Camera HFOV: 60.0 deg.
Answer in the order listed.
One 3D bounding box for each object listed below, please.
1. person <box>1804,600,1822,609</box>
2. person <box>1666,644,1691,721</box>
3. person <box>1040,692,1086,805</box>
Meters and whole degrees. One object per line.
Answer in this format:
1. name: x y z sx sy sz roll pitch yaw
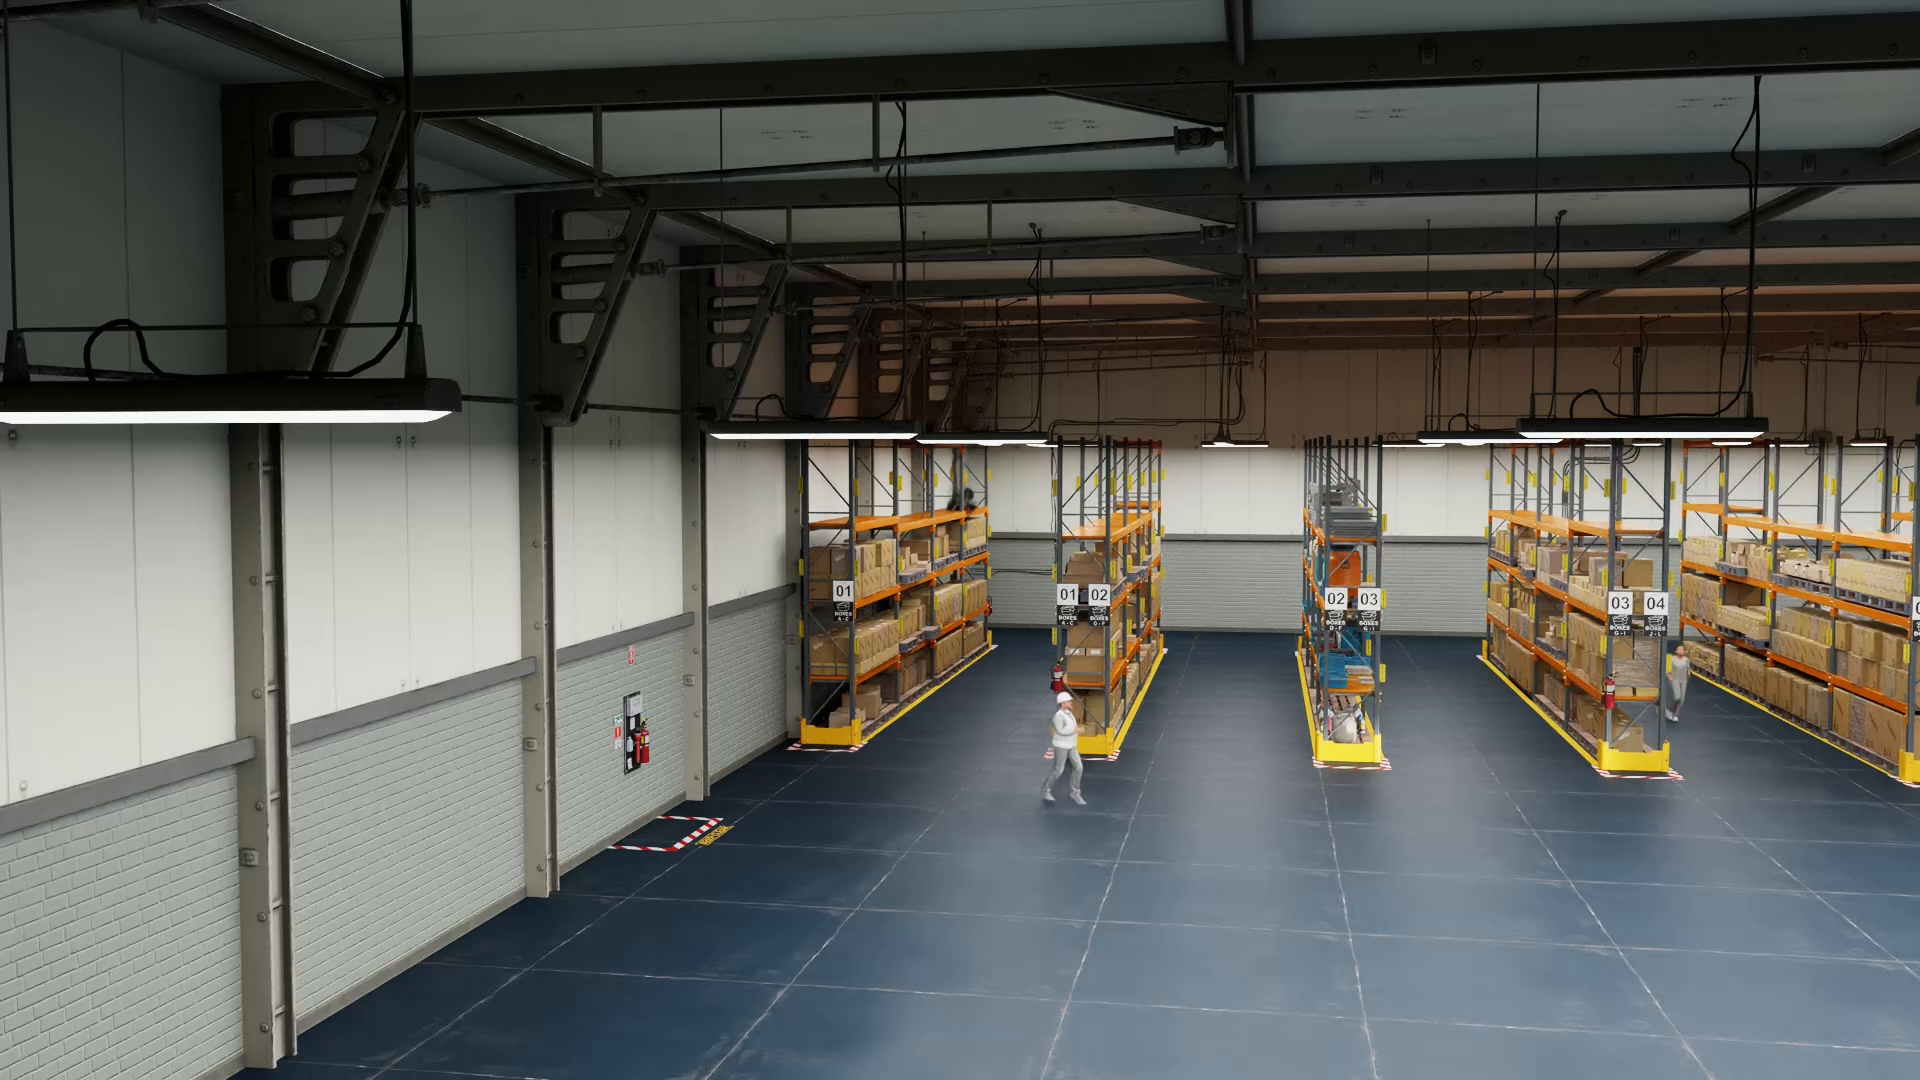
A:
1. person: 23.198 2.369 45.510 0.735 1.835 0.654 0 3 -3
2. person: 15.109 3.004 34.952 0.538 1.629 0.586 0 3 -1
3. person: 1.672 3.376 26.924 0.786 1.840 0.672 2 4 29
